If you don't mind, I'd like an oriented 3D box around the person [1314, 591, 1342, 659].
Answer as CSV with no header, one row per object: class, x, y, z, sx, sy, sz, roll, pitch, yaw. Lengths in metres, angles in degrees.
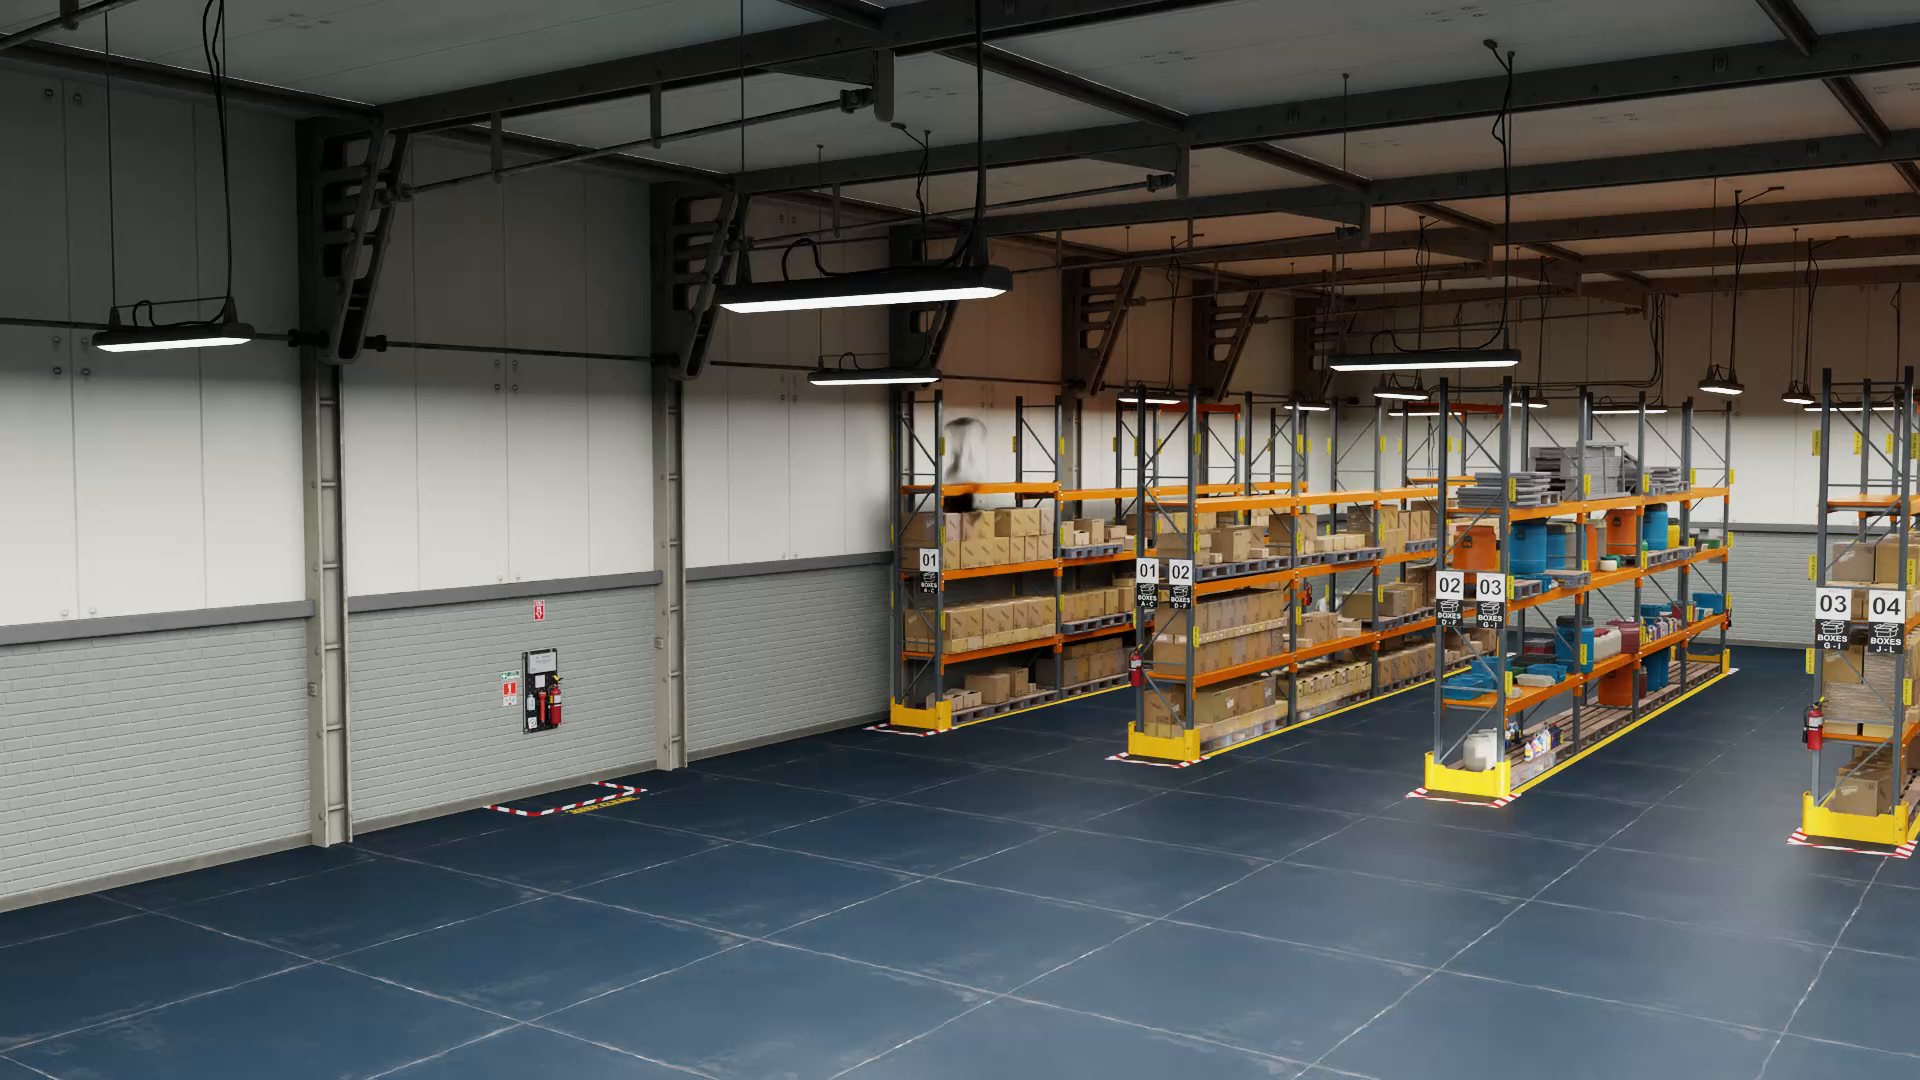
person,8.501,1.995,38.253,0.681,1.769,1.011,2,4,29
